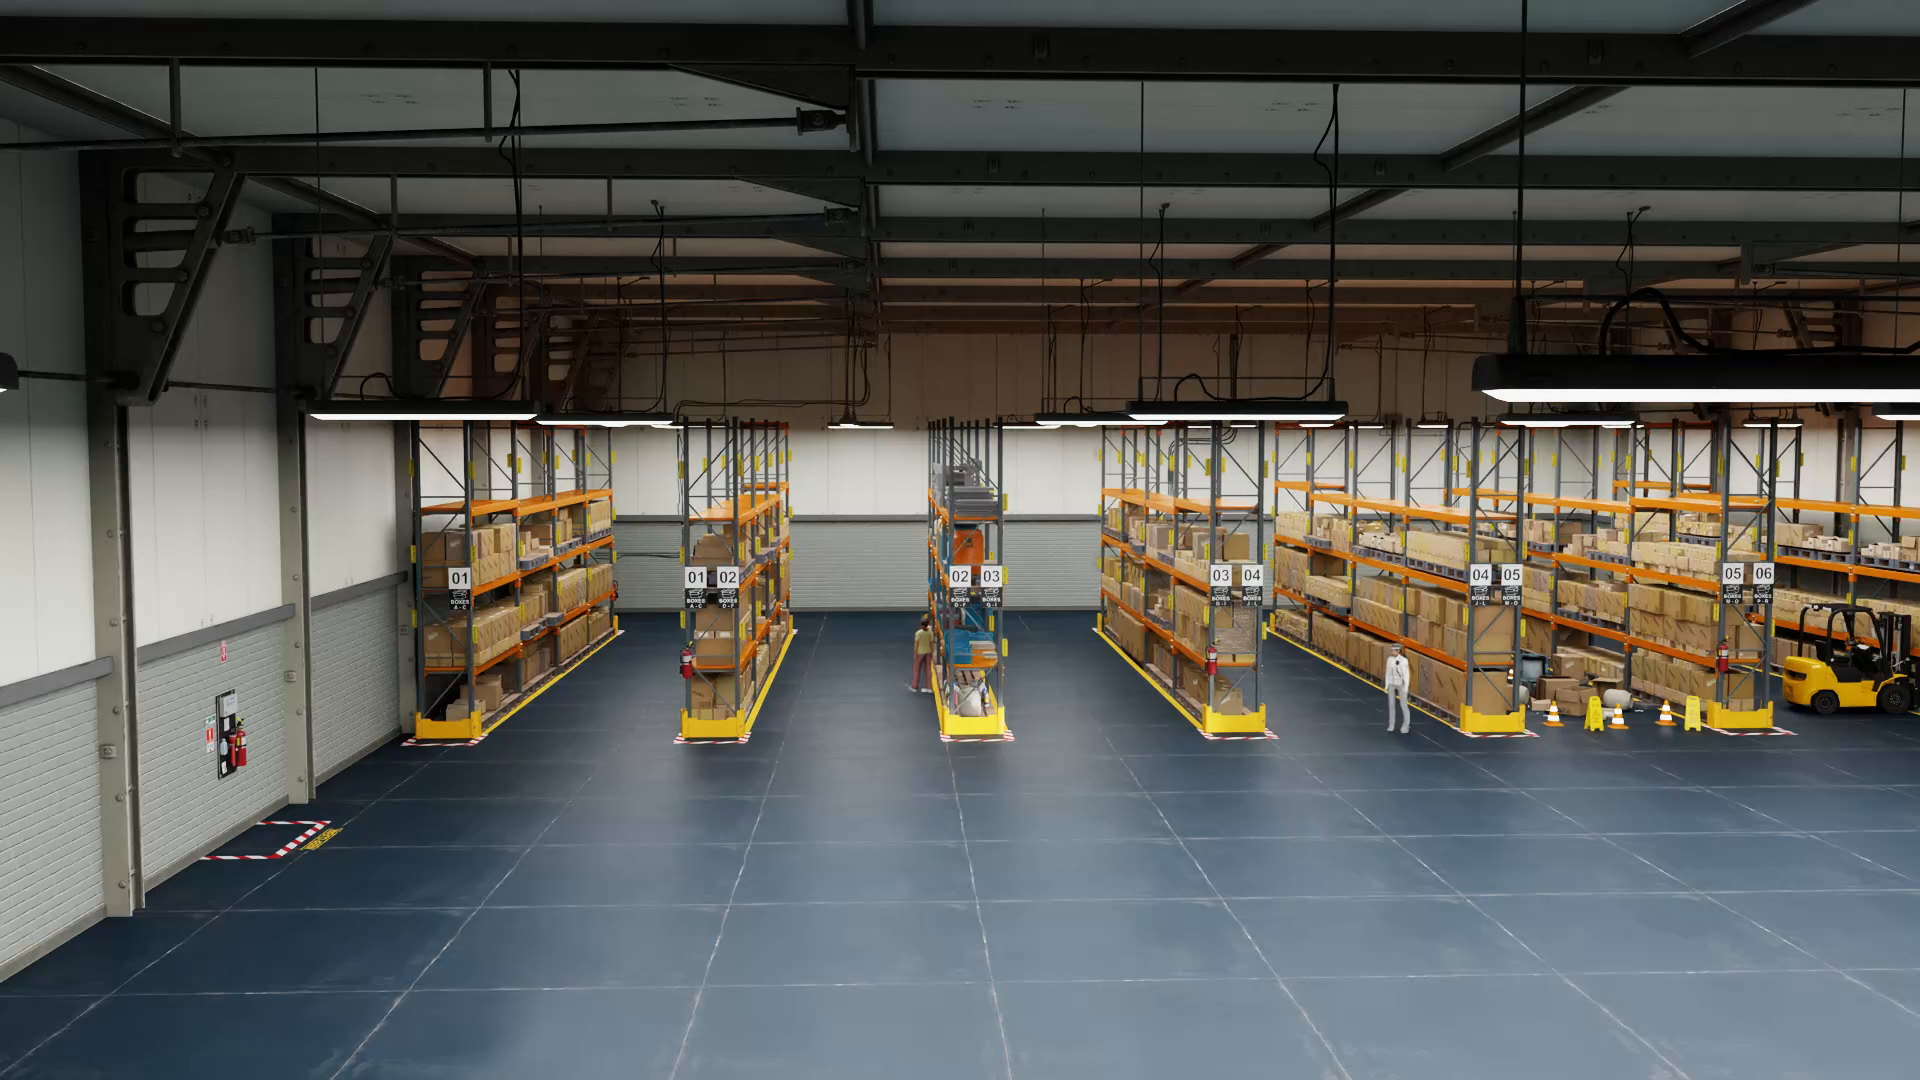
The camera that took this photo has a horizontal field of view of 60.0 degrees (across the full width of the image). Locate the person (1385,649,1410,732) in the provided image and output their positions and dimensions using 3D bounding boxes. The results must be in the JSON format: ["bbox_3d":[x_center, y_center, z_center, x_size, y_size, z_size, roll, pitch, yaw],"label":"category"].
[{"bbox_3d":[8.346,2.819,31.801,0.409,1.681,0.513,-3,5,-43],"label":"person"}]

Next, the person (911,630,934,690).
[{"bbox_3d":[-0.827,2.616,36.473,0.434,1.336,0.401,-3,5,-35],"label":"person"}]
